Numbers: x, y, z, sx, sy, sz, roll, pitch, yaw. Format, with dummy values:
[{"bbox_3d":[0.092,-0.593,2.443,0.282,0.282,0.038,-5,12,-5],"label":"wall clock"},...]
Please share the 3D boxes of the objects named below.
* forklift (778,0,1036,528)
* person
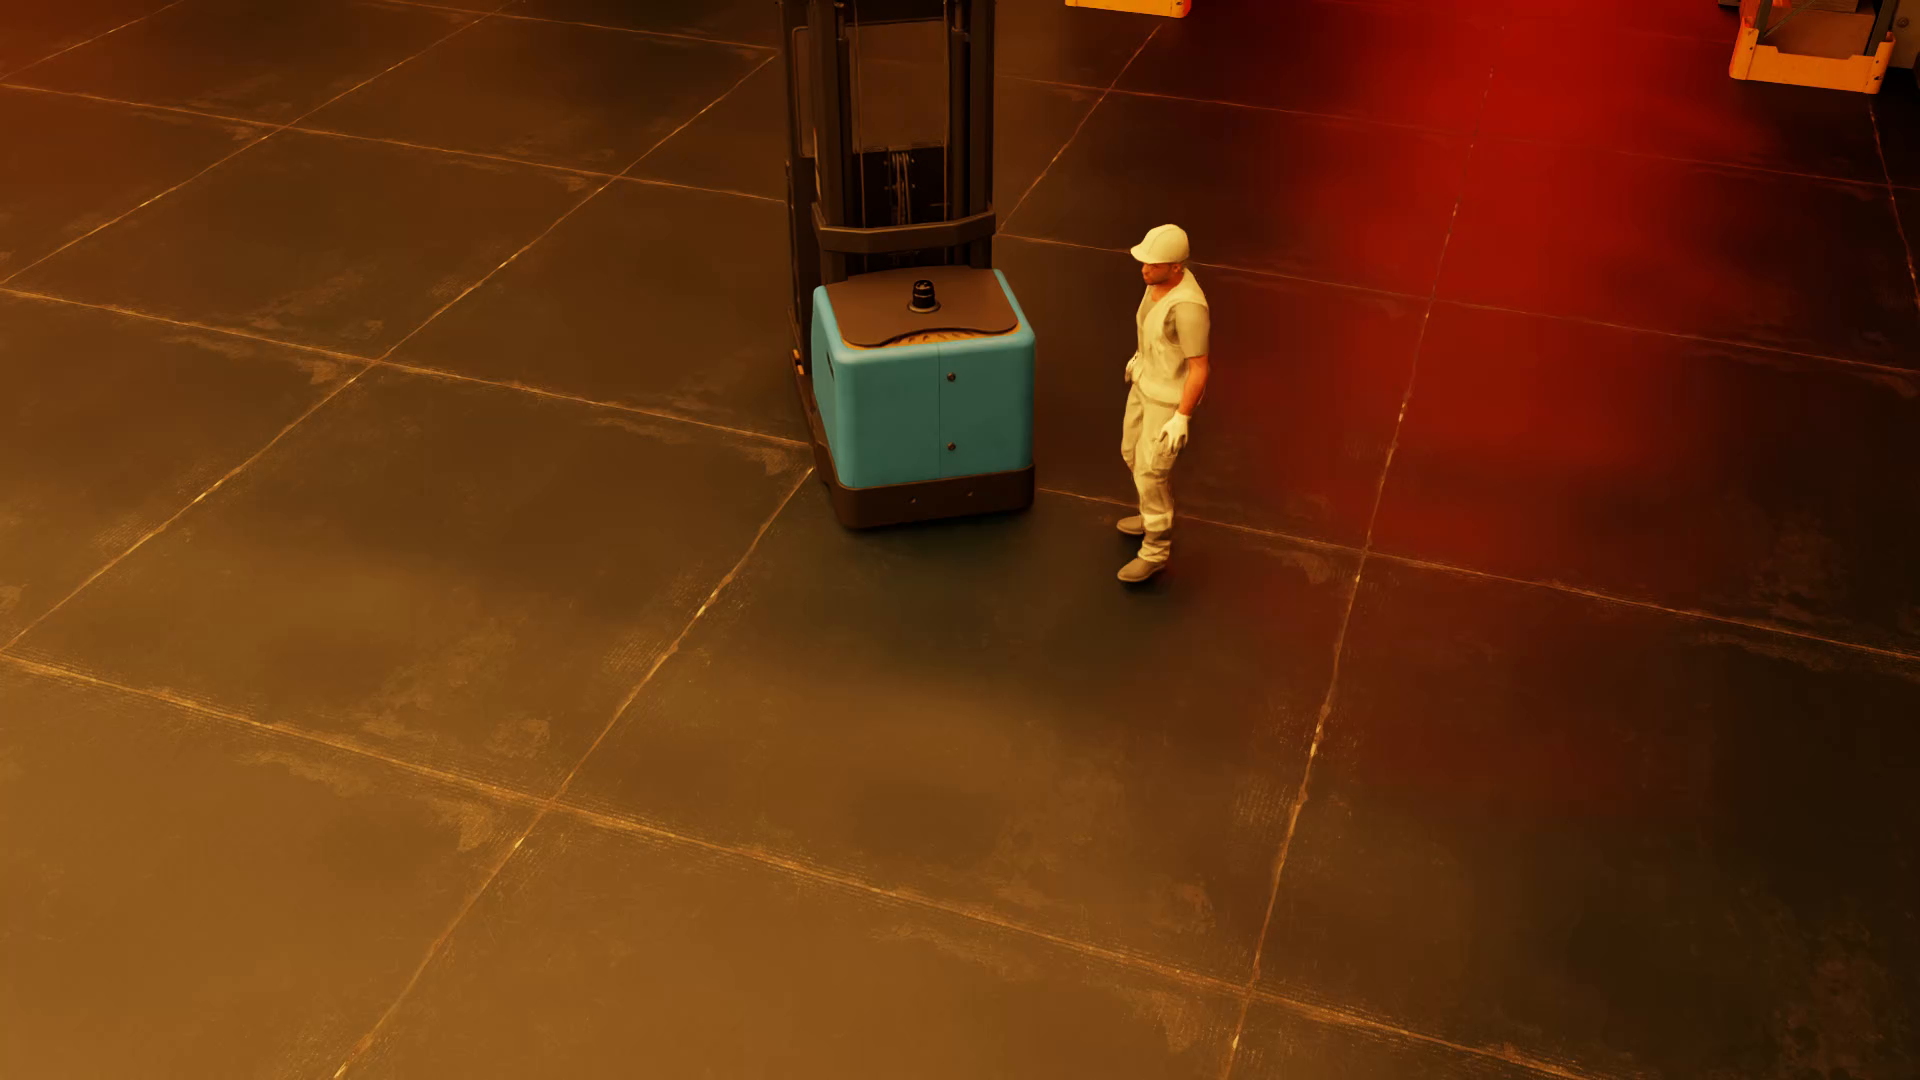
[{"bbox_3d":[-0.417,-2.107,9.082,1.130,2.935,3.031,-7,36,-10],"label":"forklift"},{"bbox_3d":[0.934,-0.706,8.055,0.472,1.759,0.793,-9,36,-12],"label":"person"}]
